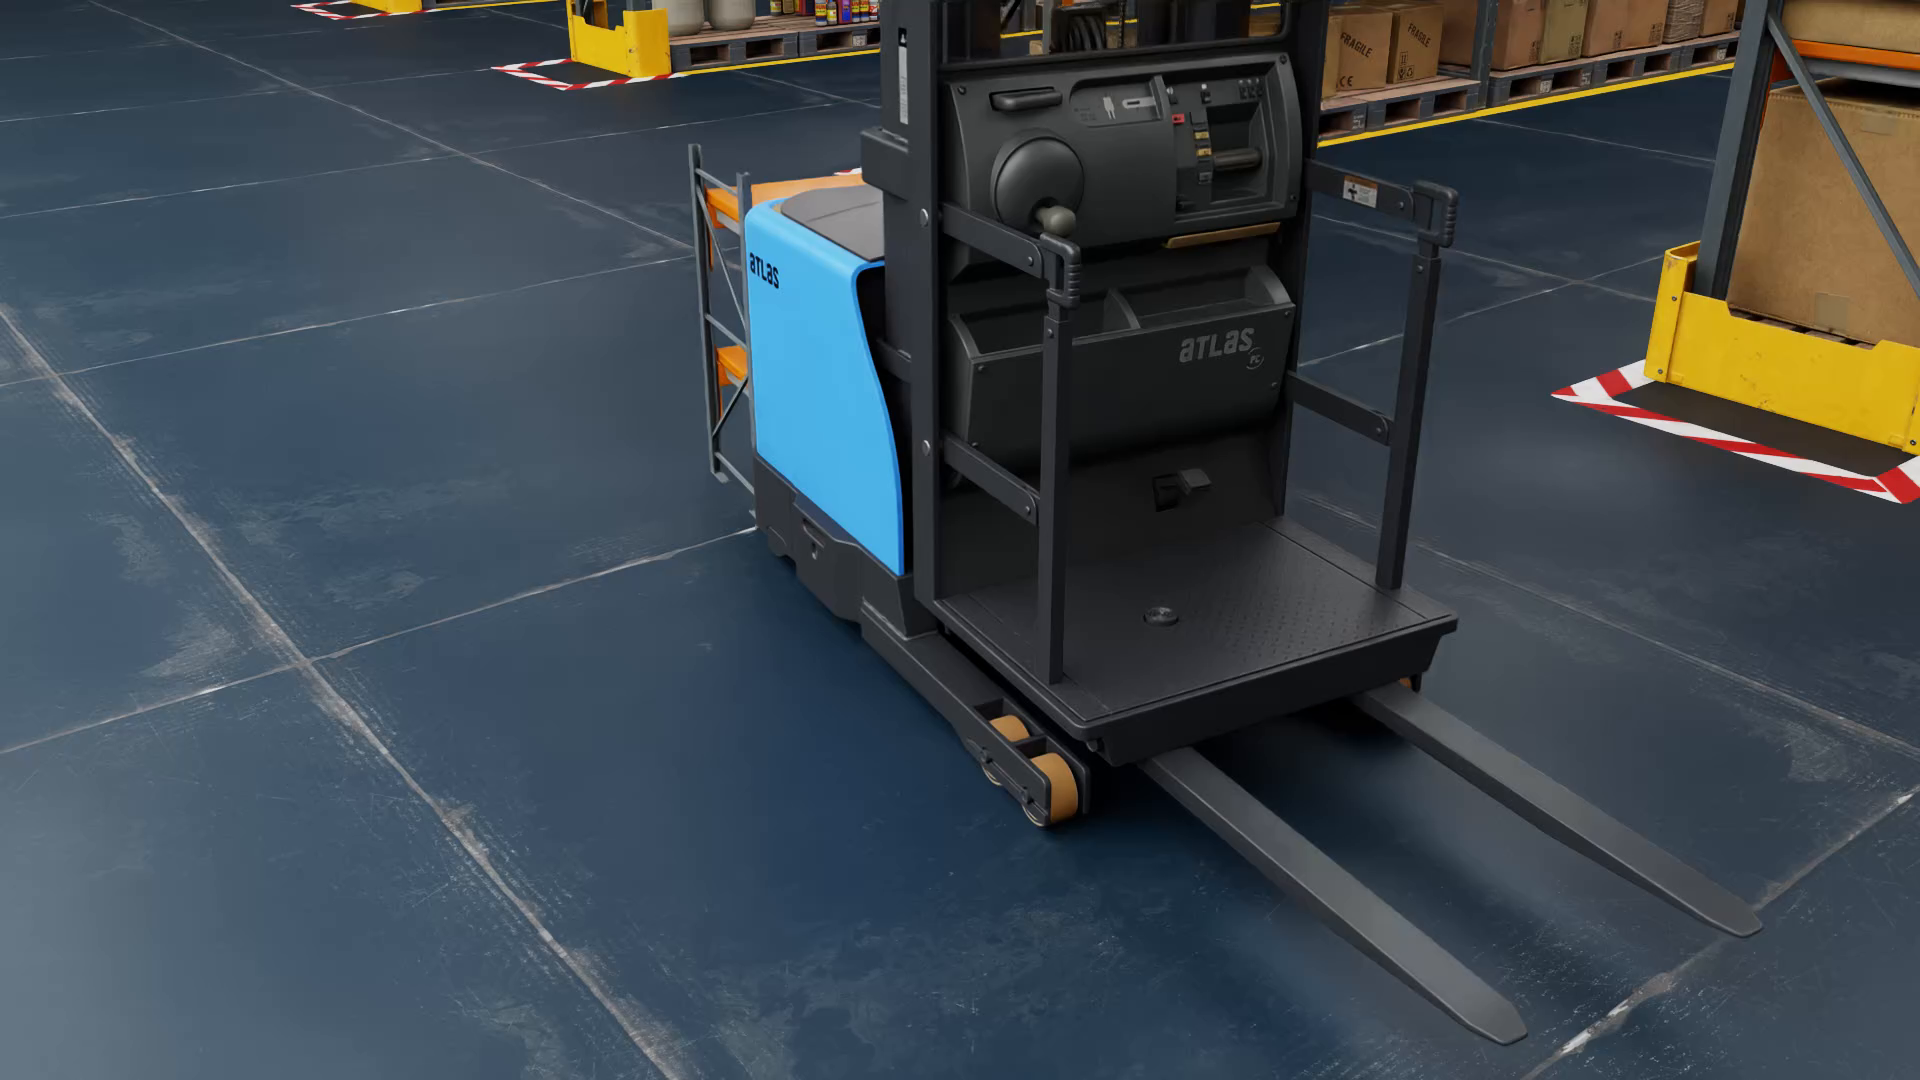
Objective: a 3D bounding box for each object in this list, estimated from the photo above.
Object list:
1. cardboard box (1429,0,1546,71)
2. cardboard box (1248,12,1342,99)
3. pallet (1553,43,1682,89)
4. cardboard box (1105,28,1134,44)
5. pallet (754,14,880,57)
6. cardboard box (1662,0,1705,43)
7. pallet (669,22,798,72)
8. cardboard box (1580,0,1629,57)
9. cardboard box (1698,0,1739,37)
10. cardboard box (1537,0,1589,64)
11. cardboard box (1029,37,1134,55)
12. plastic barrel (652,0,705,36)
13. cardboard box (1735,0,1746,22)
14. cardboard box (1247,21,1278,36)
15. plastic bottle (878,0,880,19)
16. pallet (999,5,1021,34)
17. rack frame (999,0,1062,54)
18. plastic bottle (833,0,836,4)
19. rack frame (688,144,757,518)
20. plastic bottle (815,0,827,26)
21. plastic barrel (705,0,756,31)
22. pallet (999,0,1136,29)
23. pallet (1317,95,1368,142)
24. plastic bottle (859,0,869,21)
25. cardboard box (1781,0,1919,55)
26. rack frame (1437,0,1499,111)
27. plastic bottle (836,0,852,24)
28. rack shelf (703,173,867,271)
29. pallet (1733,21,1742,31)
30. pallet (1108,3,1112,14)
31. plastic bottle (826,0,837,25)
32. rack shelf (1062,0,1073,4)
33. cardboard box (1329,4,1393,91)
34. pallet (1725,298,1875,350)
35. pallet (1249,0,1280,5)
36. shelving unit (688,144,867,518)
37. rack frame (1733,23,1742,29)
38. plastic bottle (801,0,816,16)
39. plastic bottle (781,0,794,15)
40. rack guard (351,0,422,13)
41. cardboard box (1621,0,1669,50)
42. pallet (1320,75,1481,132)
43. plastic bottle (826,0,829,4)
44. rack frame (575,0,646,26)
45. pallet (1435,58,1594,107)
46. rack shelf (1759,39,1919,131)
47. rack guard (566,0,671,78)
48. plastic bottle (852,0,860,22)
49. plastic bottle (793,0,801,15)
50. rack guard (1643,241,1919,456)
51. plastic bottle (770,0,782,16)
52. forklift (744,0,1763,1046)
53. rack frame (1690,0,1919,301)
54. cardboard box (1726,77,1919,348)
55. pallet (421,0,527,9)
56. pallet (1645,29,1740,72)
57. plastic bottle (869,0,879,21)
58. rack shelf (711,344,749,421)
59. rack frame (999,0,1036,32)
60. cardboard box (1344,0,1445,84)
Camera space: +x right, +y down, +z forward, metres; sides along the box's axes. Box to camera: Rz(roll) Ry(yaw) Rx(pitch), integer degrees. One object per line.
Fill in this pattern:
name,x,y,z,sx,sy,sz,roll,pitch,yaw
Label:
cardboard box,3.897,-3.809,12.340,0.500,0.500,0.700,-21,32,-38
cardboard box,2.175,-3.218,11.091,0.500,0.500,0.500,-22,33,-38
pallet,4.973,-3.847,13.289,1.213,0.211,1.003,-18,31,-34
cardboard box,1.204,-2.931,10.474,0.500,0.500,0.500,-10,27,-21
pallet,-1.171,-4.487,14.668,1.213,0.211,1.003,-18,31,-34
cardboard box,5.605,-4.366,13.542,0.500,0.500,0.700,-21,32,-38
pallet,-2.130,-4.172,13.989,1.213,0.211,1.003,-18,31,-34
cardboard box,4.724,-4.072,12.907,0.500,0.500,0.700,-21,32,-38
cardboard box,6.033,-4.515,13.861,0.500,0.500,0.700,-20,32,-37
cardboard box,4.284,-3.926,12.593,0.500,0.500,0.700,-18,31,-34
cardboard box,0.755,-2.765,10.115,0.500,0.500,0.500,-12,28,-25
plastic barrel,-2.333,-4.451,13.733,0.421,0.512,0.421,0,25,0
cardboard box,7.104,-5.029,14.547,0.875,0.875,1.225,-20,32,-36
cardboard box,1.708,-3.088,10.810,0.500,0.500,0.500,-15,29,-29
plastic bottle,-0.677,-4.690,14.510,0.097,0.271,0.097,0,25,0
pallet,-0.210,-4.806,15.354,1.213,0.211,1.003,-18,31,-34
rack frame,0.253,-3.551,9.339,0.127,3.000,1.000,-18,31,-34
plastic bottle,-1.176,-4.949,14.975,0.185,0.351,0.144,-17,30,-32
rack frame,-0.740,-0.657,5.329,0.032,1.125,0.500,-12,27,-24
plastic bottle,-1.184,-4.522,14.149,0.097,0.271,0.097,0,25,0
plastic barrel,-1.938,-4.581,14.013,0.421,0.512,0.421,0,25,0
pallet,0.938,-5.183,16.168,1.213,0.211,1.003,-18,31,-34
pallet,1.933,-2.821,11.077,1.213,0.211,1.003,-18,31,-34
plastic bottle,-0.836,-4.637,14.396,0.097,0.271,0.097,0,25,0
cardboard box,3.498,-2.062,5.951,0.550,0.550,0.875,-18,31,-34
rack frame,3.400,-4.591,11.578,0.127,3.000,1.000,-18,31,-34
plastic bottle,-0.995,-4.580,14.260,0.133,0.283,0.061,-18,30,-33
rack shelf,-0.286,-1.018,5.412,1.000,0.278,0.538,-12,27,-24
pallet,7.215,-4.545,14.791,1.213,0.211,1.003,-18,31,-34
pallet,1.899,-5.502,16.854,1.213,0.211,1.003,-18,31,-34
plastic bottle,-1.103,-4.517,14.221,0.097,0.201,0.097,0,25,0
rack shelf,1.827,-3.745,10.610,4.000,0.370,1.077,-18,31,-34
cardboard box,2.615,-3.405,11.495,0.500,0.500,0.500,-9,26,-18
pallet,3.815,-0.851,6.833,1.213,0.211,1.003,-18,31,-34
pallet,2.858,-5.817,17.533,1.213,0.211,1.003,-18,31,-34
shelving unit,-0.286,-0.753,5.535,1.048,1.125,0.538,-12,27,-24
rack frame,6.548,-5.630,13.817,0.127,3.000,1.000,-18,31,-34
plastic bottle,-1.347,-4.803,14.740,0.133,0.283,0.061,-18,31,-34
plastic bottle,-1.548,-4.818,14.773,0.133,0.283,0.061,-17,30,-33
rack guard,-5.876,-5.694,16.925,0.348,0.500,1.175,-18,31,-34
cardboard box,5.163,-4.217,13.219,0.500,0.500,0.700,-15,29,-30
pallet,2.894,-3.139,11.764,1.213,0.211,1.003,-18,31,-34
plastic bottle,-1.213,-4.801,14.832,0.097,0.201,0.097,0,25,0
rack frame,-2.803,-5.192,12.875,0.127,3.000,1.000,-18,31,-34
pallet,4.012,-3.528,12.602,1.213,0.211,1.003,-18,31,-34
rack shelf,4.808,-2.075,7.013,4.000,0.370,1.077,-18,31,-34
rack guard,-2.773,-4.094,13.477,0.348,0.500,1.175,-18,31,-34
plastic bottle,-0.915,-4.611,14.340,0.097,0.271,0.097,0,25,0
plastic bottle,-1.414,-4.835,14.818,0.135,0.276,0.152,-18,30,-34
rack guard,3.215,-0.742,6.255,0.348,0.500,1.175,-18,31,-34
plastic bottle,-1.629,-4.745,14.712,0.097,0.201,0.097,0,25,0
forklift,0.506,-0.888,3.682,1.130,2.935,3.031,-13,28,-26
rack frame,3.234,-1.882,5.742,0.127,3.000,1.000,-18,31,-34
cardboard box,3.727,-1.307,6.528,0.875,0.875,0.875,-18,30,-34
pallet,-5.281,-5.782,17.457,1.213,0.211,1.003,-18,31,-34
pallet,5.932,-4.162,13.968,1.213,0.211,1.003,-18,31,-34
plastic bottle,-0.758,-4.631,14.467,0.097,0.201,0.097,0,25,0
rack shelf,-0.286,-0.531,5.638,1.000,0.278,0.538,-12,27,-24
rack frame,0.344,-6.231,15.113,0.127,3.000,1.000,-18,31,-34
cardboard box,3.061,-3.557,11.821,0.500,0.500,0.500,-19,31,-36
